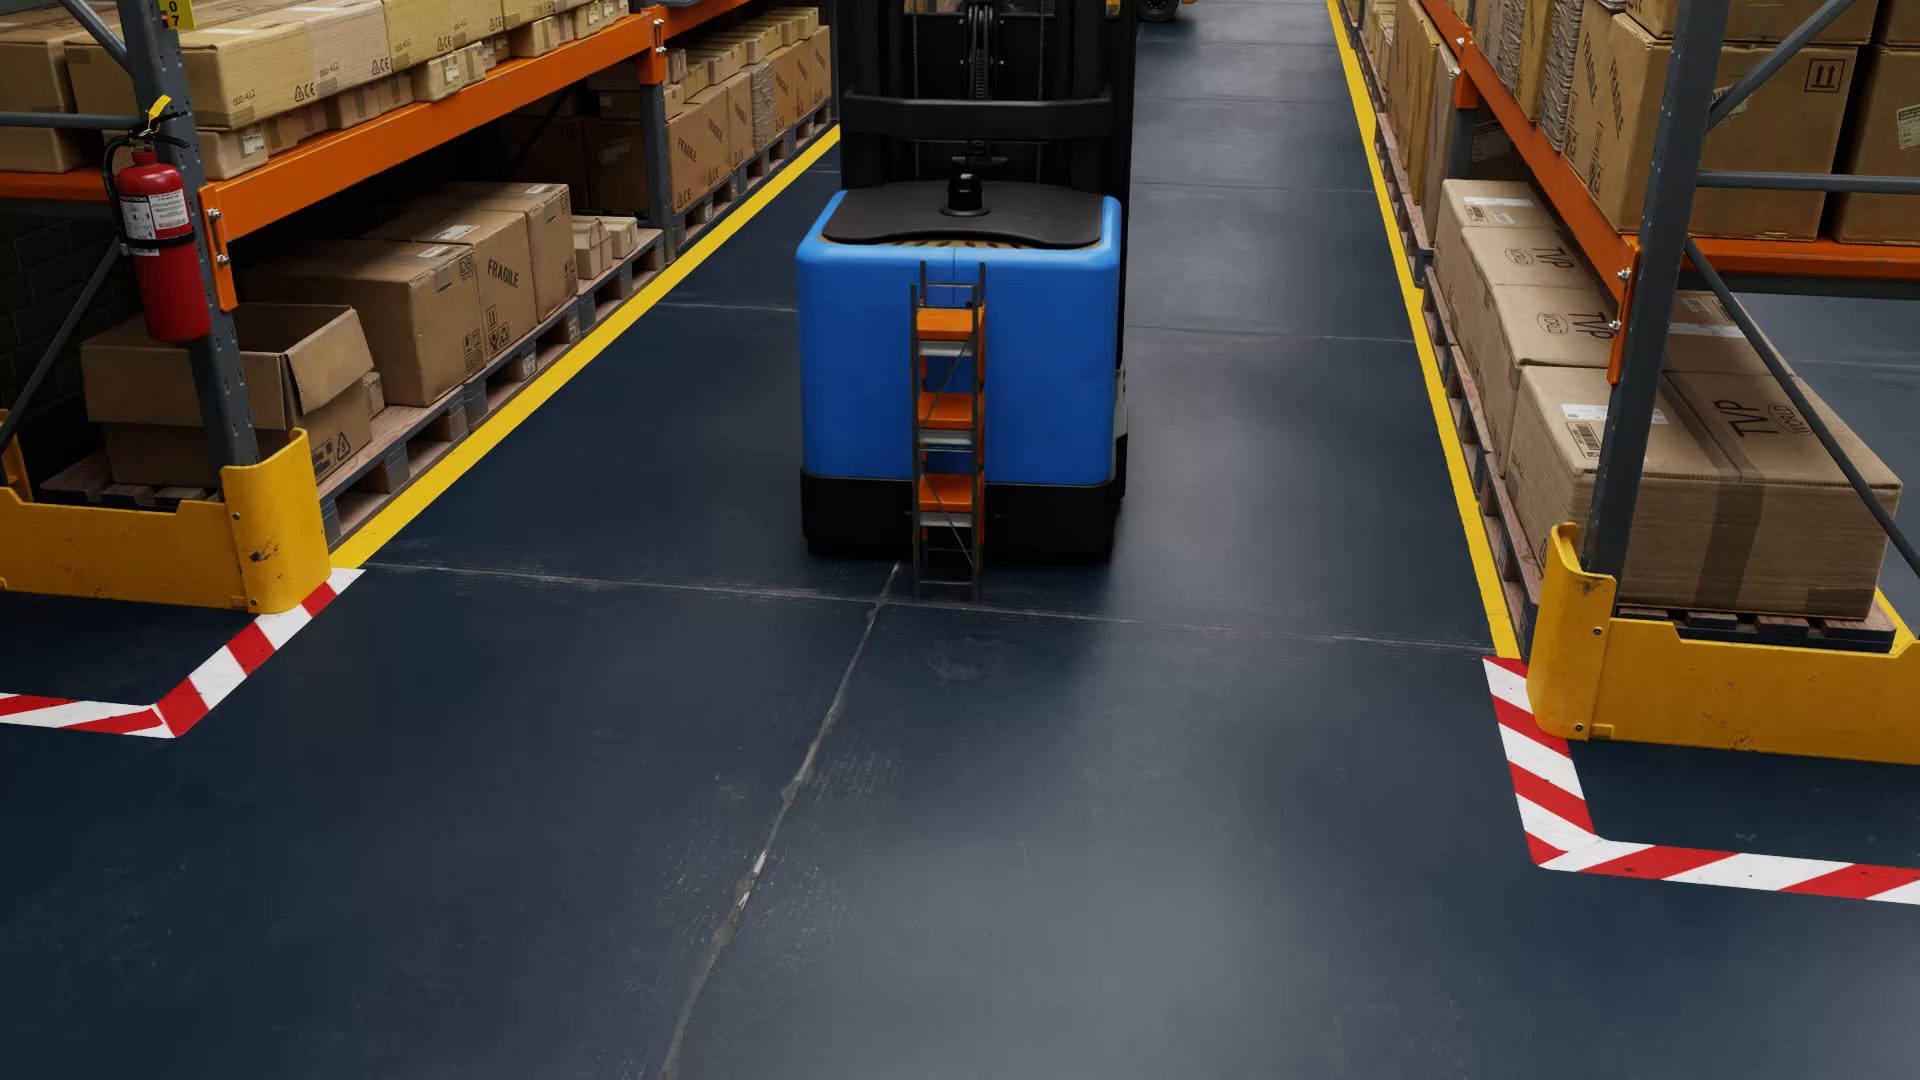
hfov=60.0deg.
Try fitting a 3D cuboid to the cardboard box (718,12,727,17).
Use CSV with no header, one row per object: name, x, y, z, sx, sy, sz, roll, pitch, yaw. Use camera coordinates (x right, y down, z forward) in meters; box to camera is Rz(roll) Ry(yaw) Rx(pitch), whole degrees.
cardboard box,-1.842,-3.591,11.572,0.380,0.149,0.250,5,26,10

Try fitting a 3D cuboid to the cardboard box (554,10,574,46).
cardboard box,-1.946,-2.279,7.377,0.380,0.149,0.250,5,25,10

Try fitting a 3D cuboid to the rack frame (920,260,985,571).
rack frame,-0.023,-0.378,5.319,0.200,1.050,0.008,2,25,5

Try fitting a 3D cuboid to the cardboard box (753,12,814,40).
cardboard box,-1.224,-3.557,11.498,0.380,0.149,0.250,3,25,6

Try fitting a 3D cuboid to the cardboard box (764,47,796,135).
cardboard box,-1.412,-2.984,11.040,0.500,0.500,0.500,5,26,11

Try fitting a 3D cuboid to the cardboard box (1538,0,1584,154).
cardboard box,2.200,-1.547,5.399,0.500,0.500,0.500,5,26,10

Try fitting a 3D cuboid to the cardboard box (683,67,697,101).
cardboard box,-1.712,-2.585,9.423,0.380,0.149,0.250,3,25,6

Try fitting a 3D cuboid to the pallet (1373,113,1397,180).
pallet,3.315,-2.615,11.089,1.003,0.211,1.213,4,25,9

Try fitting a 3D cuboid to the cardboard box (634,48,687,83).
cardboard box,-1.717,-2.602,9.109,0.380,0.149,0.250,3,25,6

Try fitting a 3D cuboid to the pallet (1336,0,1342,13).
pallet,4.645,-5.917,18.141,1.003,0.211,1.213,4,25,9

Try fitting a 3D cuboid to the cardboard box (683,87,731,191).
cardboard box,-1.655,-2.340,9.665,0.500,0.500,0.500,4,25,8

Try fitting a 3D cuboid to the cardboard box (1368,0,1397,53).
cardboard box,3.974,-4.355,14.121,0.950,0.372,0.625,6,26,12

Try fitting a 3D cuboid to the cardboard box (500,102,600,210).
cardboard box,-2.245,-2.156,9.271,0.500,0.500,0.500,4,25,8

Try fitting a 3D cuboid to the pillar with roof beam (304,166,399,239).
pillar with roof beam,1.211,-5.062,5.950,9.100,9.000,0.400,4,25,9

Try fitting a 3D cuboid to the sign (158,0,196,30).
sign,-2.152,-1.554,4.510,0.100,0.325,0.005,4,25,9

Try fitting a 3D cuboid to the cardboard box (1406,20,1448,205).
cardboard box,3.027,-2.401,9.352,0.875,0.875,0.875,5,26,10

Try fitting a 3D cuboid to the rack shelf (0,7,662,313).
rack shelf,-2.360,-1.710,6.714,1.077,0.370,4.000,4,25,9

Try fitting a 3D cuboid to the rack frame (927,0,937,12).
rack frame,-0.726,-6.218,15.496,1.000,3.000,0.127,4,25,9

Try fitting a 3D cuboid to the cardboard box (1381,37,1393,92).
cardboard box,3.620,-3.439,12.162,0.950,0.372,0.625,2,25,5

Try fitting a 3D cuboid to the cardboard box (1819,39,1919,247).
cardboard box,2.572,-1.083,4.408,0.500,0.500,0.500,4,25,8

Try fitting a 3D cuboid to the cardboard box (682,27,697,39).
cardboard box,-1.935,-3.262,10.869,0.380,0.149,0.250,3,25,7

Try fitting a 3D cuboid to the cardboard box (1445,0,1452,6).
cardboard box,2.773,-2.880,8.542,0.500,0.250,0.500,4,25,8

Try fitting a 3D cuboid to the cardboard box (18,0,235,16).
cardboard box,-2.788,-1.693,5.654,0.500,0.250,0.500,4,25,9

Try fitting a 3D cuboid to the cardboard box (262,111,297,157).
cardboard box,-2.367,-1.314,5.314,0.380,0.149,0.250,5,25,10

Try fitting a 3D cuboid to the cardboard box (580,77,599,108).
cardboard box,-2.220,-2.509,9.259,0.380,0.149,0.250,4,25,9

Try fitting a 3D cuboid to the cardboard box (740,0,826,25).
cardboard box,-1.264,-3.920,12.892,0.875,0.625,0.625,5,26,10

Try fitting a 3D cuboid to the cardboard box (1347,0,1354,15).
cardboard box,4.080,-5.310,16.304,0.500,0.250,0.500,3,25,7

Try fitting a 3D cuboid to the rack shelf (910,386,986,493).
rack shelf,-0.034,-0.317,5.213,0.215,0.259,0.240,2,25,5

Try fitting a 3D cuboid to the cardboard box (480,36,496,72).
cardboard box,-2.106,-1.964,6.703,0.380,0.149,0.250,4,25,8

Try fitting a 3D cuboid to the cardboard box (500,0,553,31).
cardboard box,-2.038,-2.291,6.932,0.500,0.250,0.500,4,25,8

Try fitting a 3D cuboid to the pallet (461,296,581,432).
pallet,-2.343,-0.810,7.233,1.003,0.211,1.213,4,25,9

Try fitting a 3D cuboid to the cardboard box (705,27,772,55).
cardboard box,-1.439,-3.238,10.817,0.380,0.149,0.250,4,25,8

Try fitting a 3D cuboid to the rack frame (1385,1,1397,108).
rack frame,3.518,-4.203,11.191,1.000,3.000,0.127,4,25,9

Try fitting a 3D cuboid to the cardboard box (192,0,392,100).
cardboard box,-2.265,-1.648,5.559,0.500,0.250,0.500,4,25,9

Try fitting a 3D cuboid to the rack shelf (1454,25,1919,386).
rack shelf,2.537,-1.368,5.982,1.077,0.370,4.000,4,25,9

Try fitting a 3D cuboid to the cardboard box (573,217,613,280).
cardboard box,-1.893,-1.422,7.978,0.396,0.266,0.258,5,26,10

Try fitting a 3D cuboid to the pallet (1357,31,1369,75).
pallet,4.046,-4.287,14.660,1.003,0.211,1.213,4,25,9

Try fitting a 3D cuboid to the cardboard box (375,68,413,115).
cardboard box,-2.218,-1.639,6.009,0.380,0.149,0.250,4,25,9

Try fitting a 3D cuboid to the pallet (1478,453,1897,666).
pallet,2.264,0.066,5.360,1.003,0.211,1.213,4,25,9

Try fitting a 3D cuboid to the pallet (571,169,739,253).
pallet,-1.938,-1.952,9.672,1.003,0.211,1.213,4,25,9

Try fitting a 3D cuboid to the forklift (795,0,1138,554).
forklift,0.119,-1.873,6.293,1.130,2.935,3.031,2,25,5

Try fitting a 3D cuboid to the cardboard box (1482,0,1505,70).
cardboard box,2.443,-2.187,6.766,0.500,0.500,0.500,4,25,9

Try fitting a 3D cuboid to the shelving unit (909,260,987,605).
shelving unit,-0.034,-0.326,5.209,0.215,1.050,0.252,2,25,5

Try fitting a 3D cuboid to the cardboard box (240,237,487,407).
cardboard box,-2.315,-0.862,6.505,0.700,0.500,0.500,5,26,11

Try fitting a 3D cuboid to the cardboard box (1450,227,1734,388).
cardboard box,2.510,-0.930,6.726,0.875,0.438,0.875,3,25,7

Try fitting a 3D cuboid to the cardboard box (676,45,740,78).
cardboard box,-1.561,-2.906,10.109,0.380,0.149,0.250,5,26,10

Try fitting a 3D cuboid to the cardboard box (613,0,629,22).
cardboard box,-1.836,-2.608,8.079,0.380,0.149,0.250,4,25,9

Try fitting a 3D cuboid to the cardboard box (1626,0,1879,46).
cardboard box,2.054,-1.573,4.275,0.500,0.500,0.500,5,26,10

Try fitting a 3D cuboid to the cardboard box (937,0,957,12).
cardboard box,-0.320,-5.342,16.373,0.500,0.250,0.500,4,25,9
